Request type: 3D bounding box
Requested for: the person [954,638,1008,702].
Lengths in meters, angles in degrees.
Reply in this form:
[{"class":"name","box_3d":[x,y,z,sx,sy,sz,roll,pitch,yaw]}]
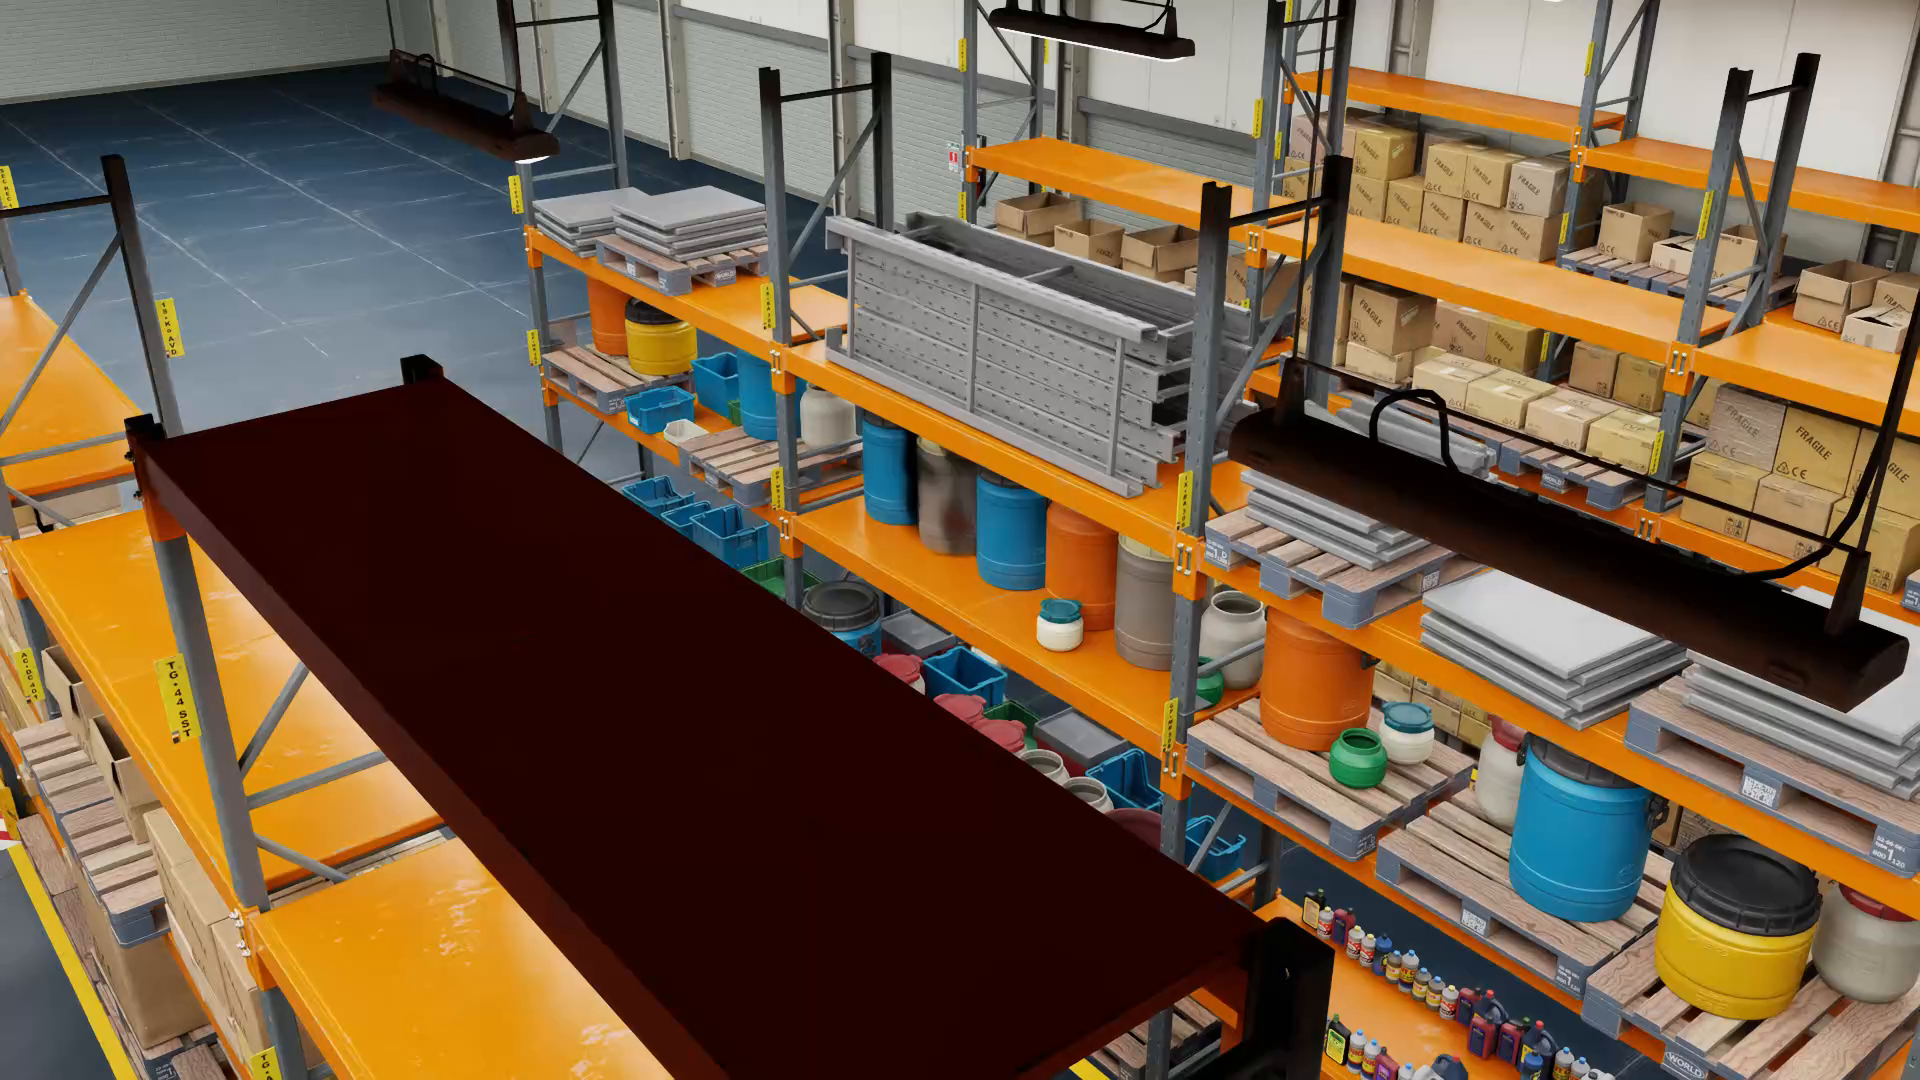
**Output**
[{"class":"person","box_3d":[0.228,1.016,14.215,0.708,1.729,0.789,-19,32,-34]}]
